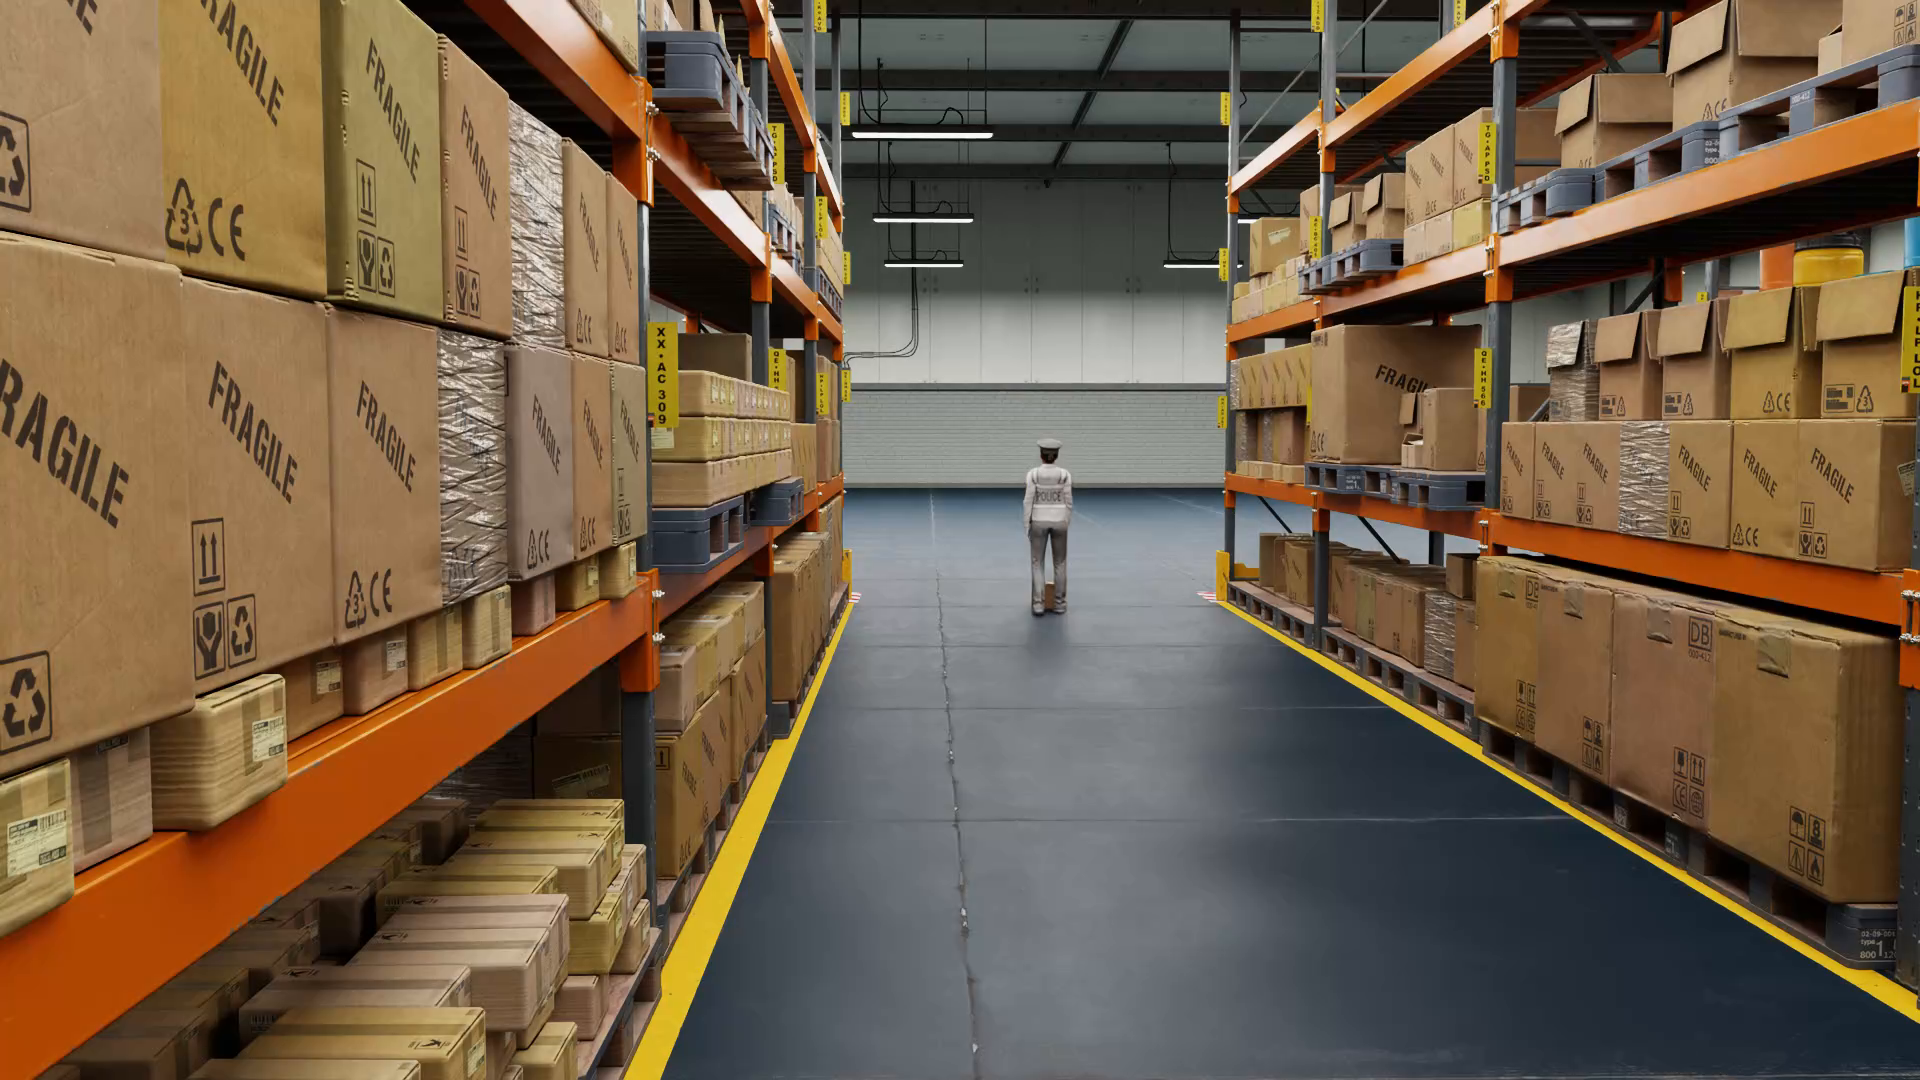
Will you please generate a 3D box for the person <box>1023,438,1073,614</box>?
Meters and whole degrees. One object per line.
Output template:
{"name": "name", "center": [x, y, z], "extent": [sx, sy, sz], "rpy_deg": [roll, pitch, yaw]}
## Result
{"name": "person", "center": [0.837, -0.106, 15.865], "extent": [0.477, 1.729, 0.374], "rpy_deg": [0, 4, 0]}
